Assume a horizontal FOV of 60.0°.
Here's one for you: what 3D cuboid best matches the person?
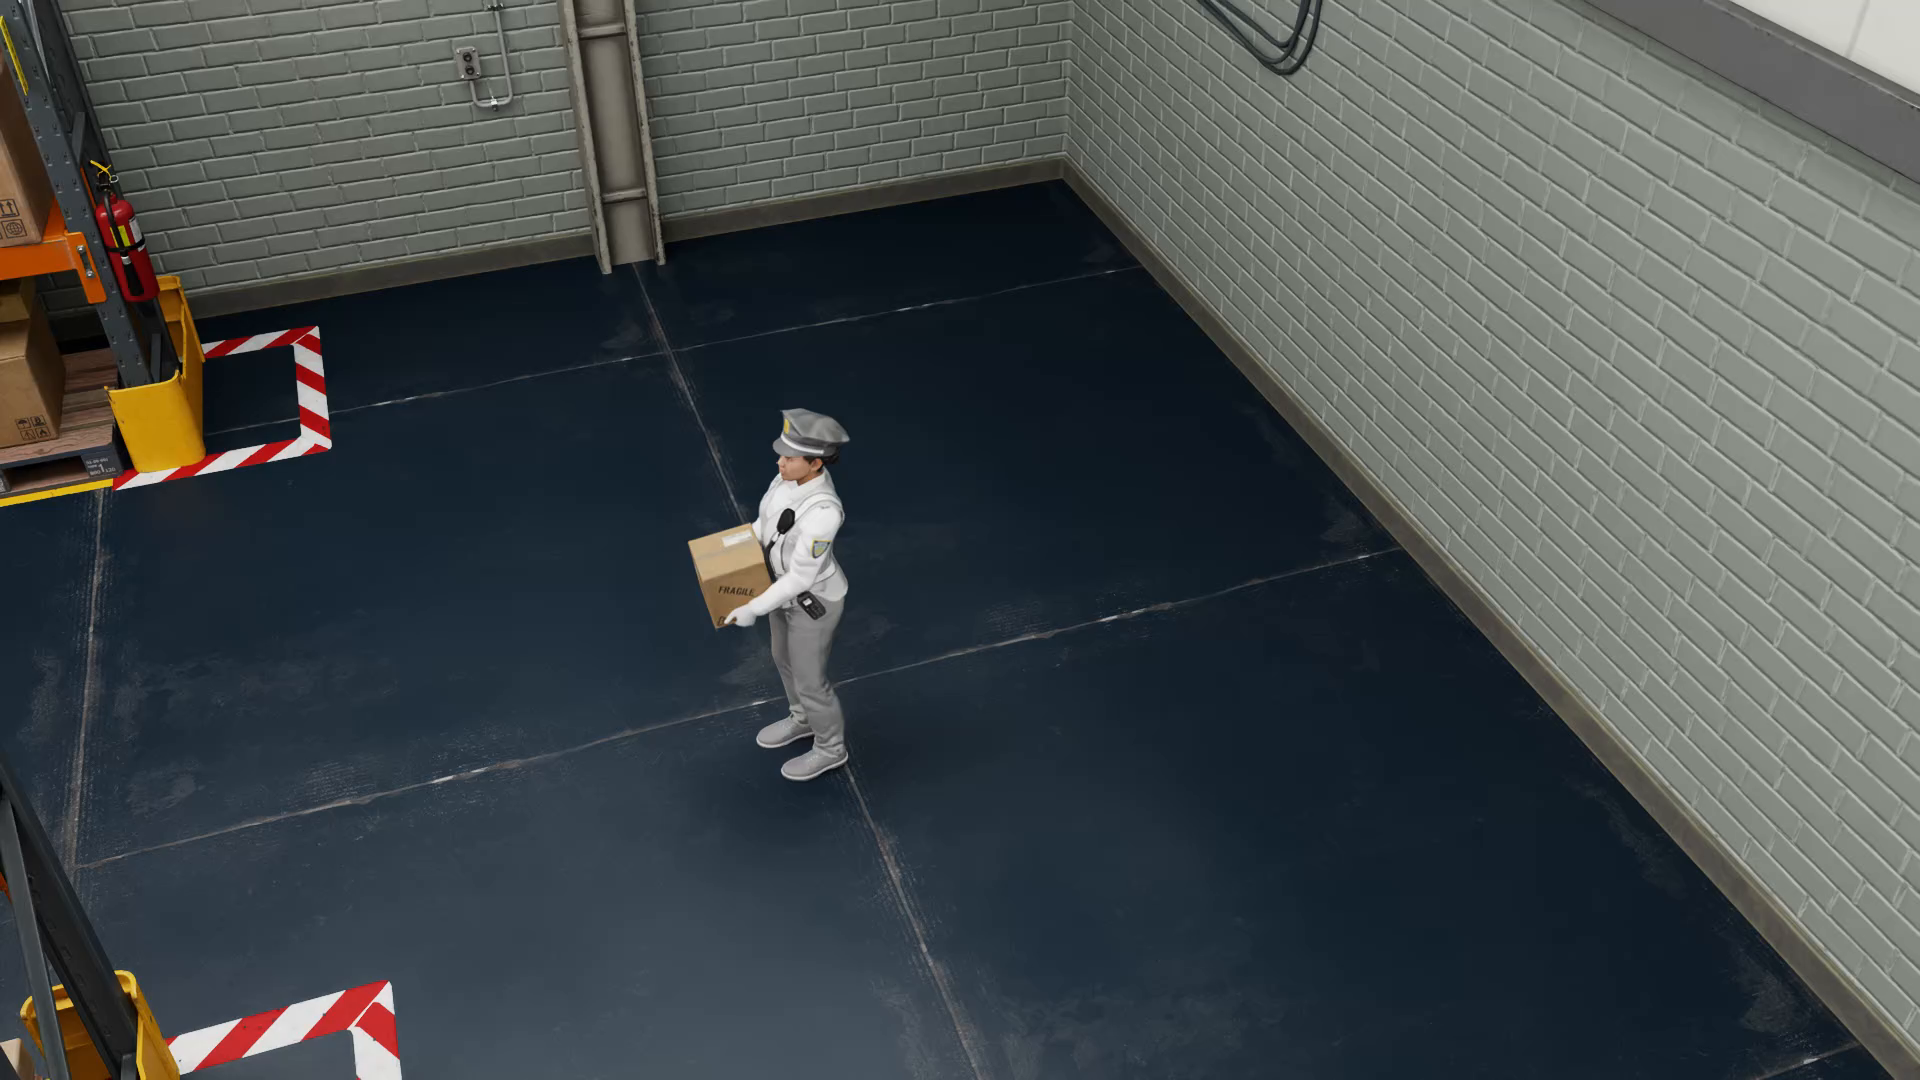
[{"bbox_3d":[-0.677,0.225,6.478,0.543,1.688,0.459,-12,40,-15],"label":"person"}]
